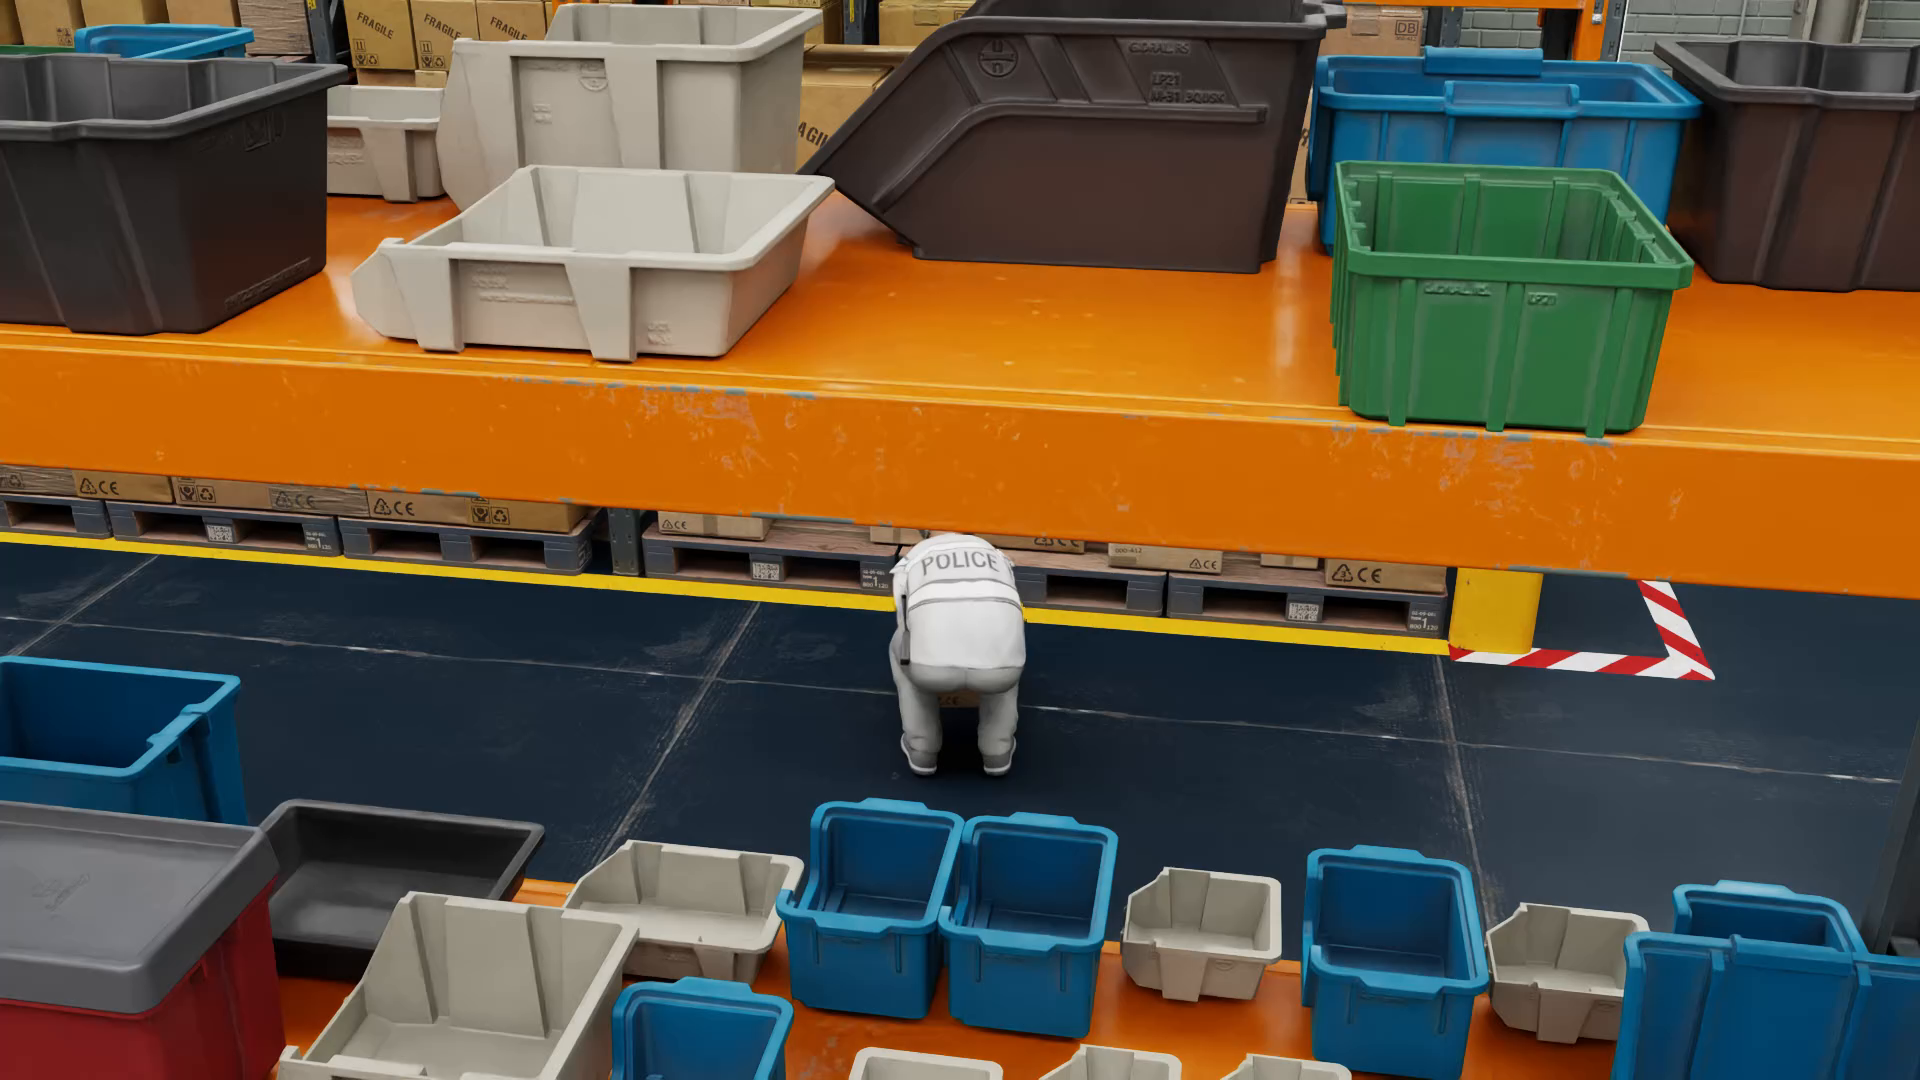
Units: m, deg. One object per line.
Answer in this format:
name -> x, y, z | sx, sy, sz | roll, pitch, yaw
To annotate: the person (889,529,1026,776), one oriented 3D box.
person -> -0.010, 0.404, 6.388 | 0.529, 0.816, 1.029 | -1, 25, -2
